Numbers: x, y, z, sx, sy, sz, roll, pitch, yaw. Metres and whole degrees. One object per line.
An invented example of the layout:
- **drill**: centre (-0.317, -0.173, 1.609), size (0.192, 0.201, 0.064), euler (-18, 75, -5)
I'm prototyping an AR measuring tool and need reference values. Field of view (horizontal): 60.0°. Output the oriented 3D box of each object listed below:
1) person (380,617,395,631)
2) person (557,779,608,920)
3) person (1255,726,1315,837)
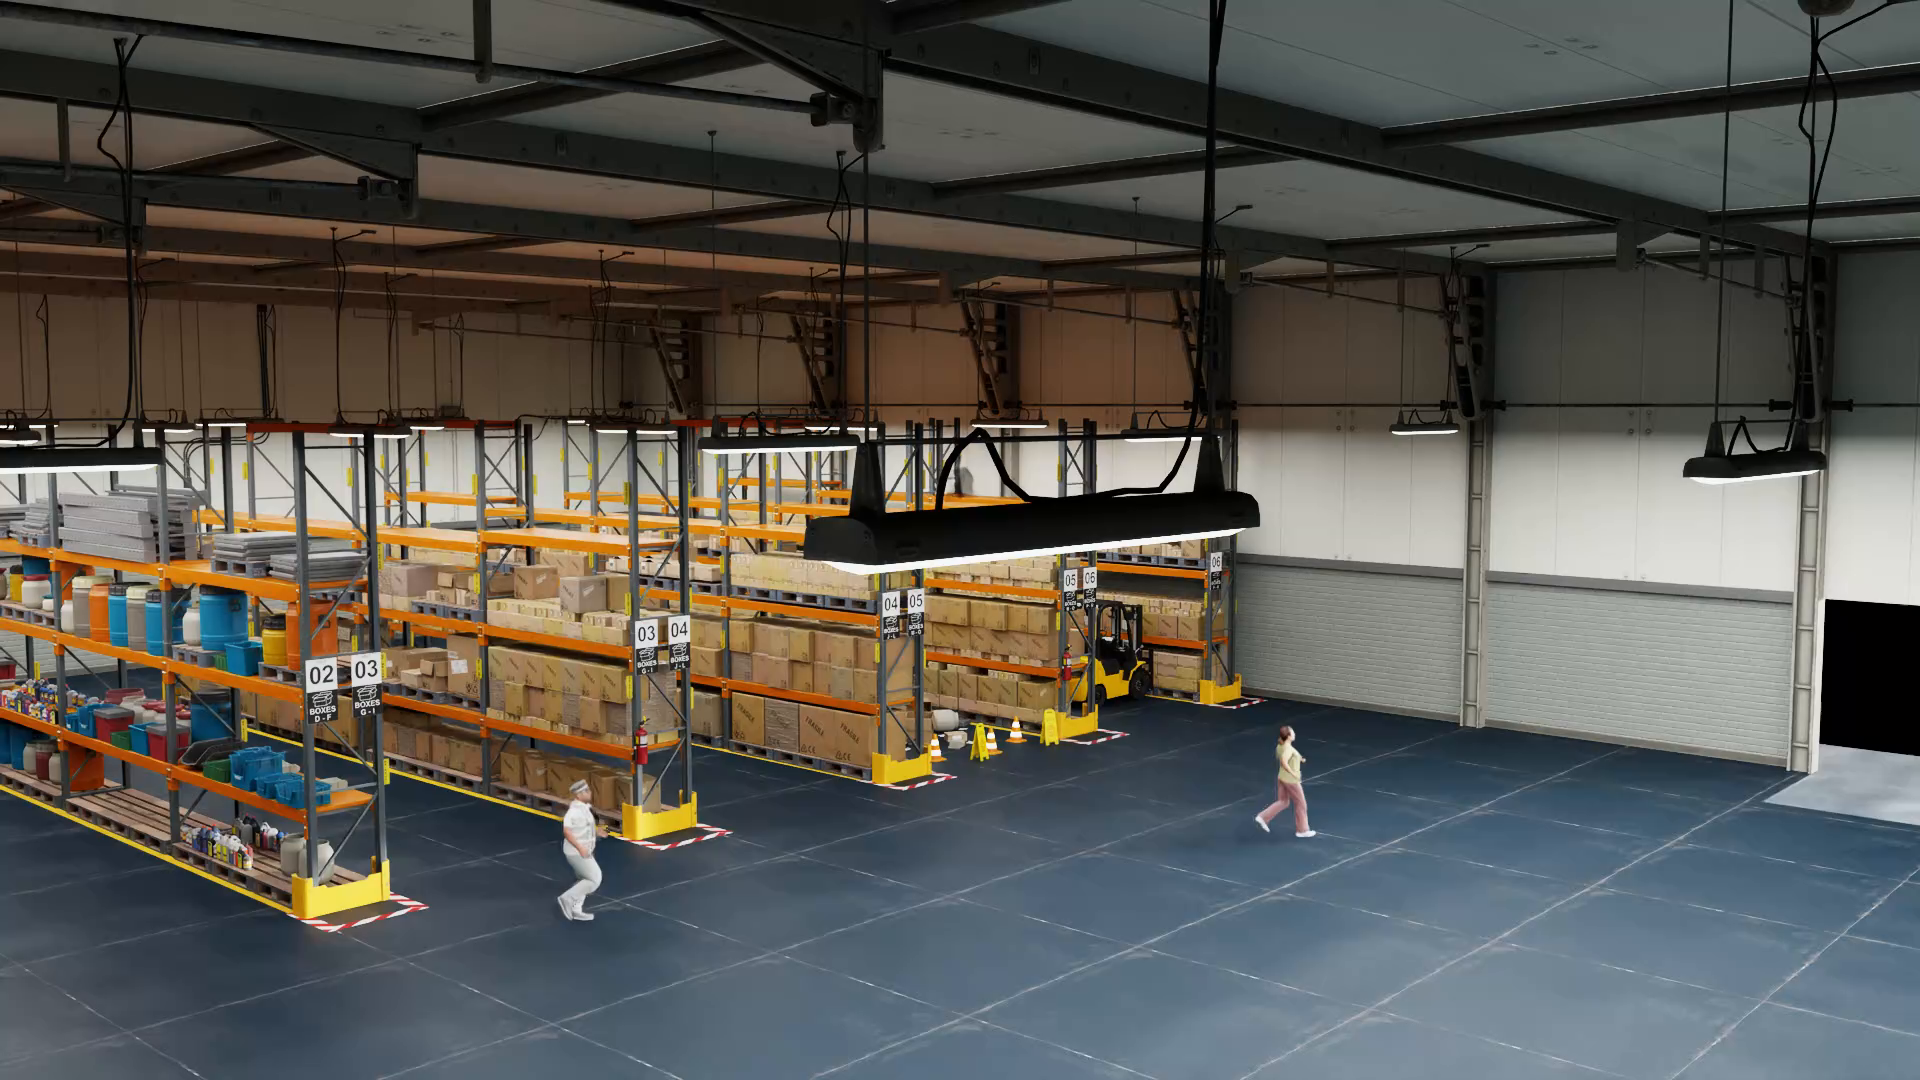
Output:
- **person**: centre (-13.638, 2.220, 39.485), size (0.742, 1.749, 0.915), euler (2, 5, 25)
- **person**: centre (-4.634, 3.792, 20.413), size (0.627, 1.750, 0.648), euler (-1, 5, -13)
- **person**: centre (4.757, 3.514, 24.198), size (0.929, 1.645, 0.585), euler (-1, 5, -16)
